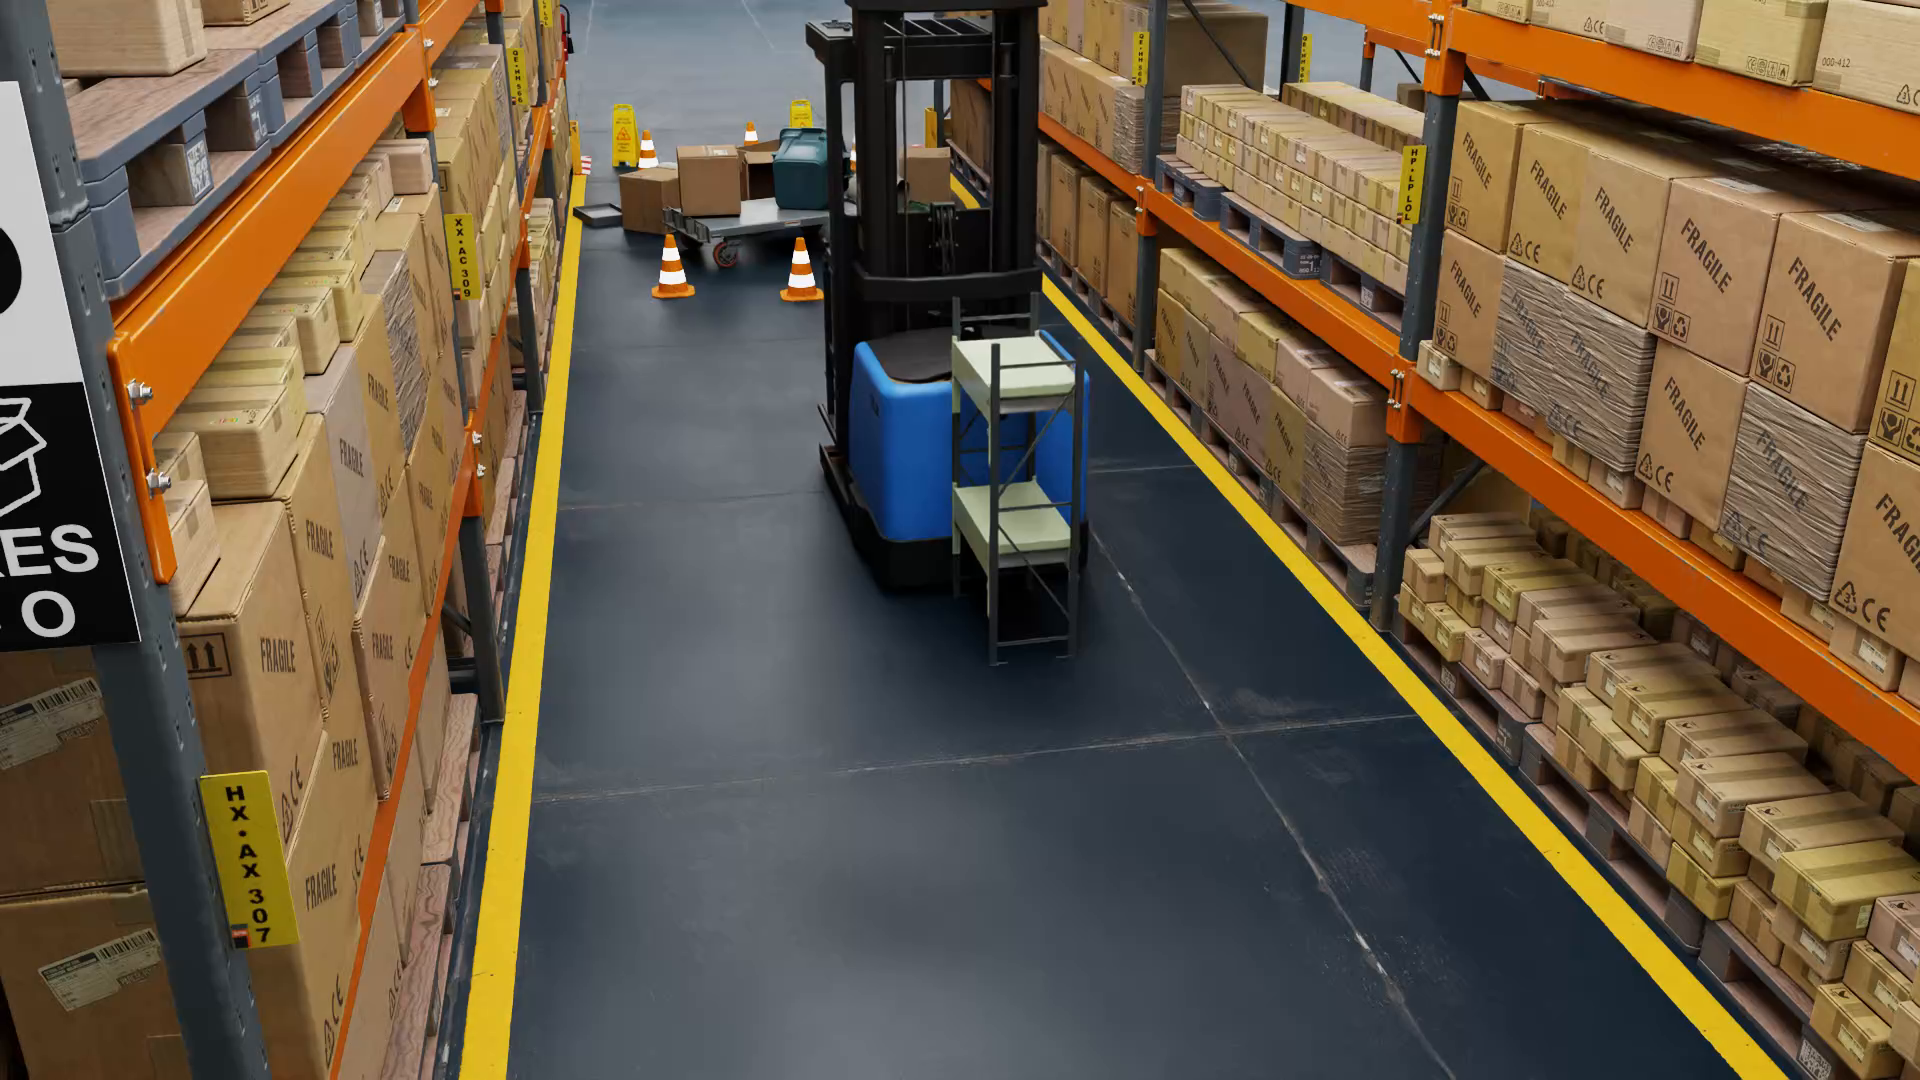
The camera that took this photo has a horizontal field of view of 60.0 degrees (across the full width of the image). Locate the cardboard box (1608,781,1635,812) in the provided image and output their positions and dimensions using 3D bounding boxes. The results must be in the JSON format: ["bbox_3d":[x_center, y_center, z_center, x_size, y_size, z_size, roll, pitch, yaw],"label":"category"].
[{"bbox_3d":[2.586,0.891,6.000,0.380,0.149,0.250,-4,24,-8],"label":"cardboard box"}]

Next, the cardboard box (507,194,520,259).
[{"bbox_3d":[-2.696,-1.714,9.114,0.500,0.250,0.500,-4,24,-9],"label":"cardboard box"}]

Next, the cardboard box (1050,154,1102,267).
[{"bbox_3d":[1.329,-2.686,13.439,1.050,0.750,0.750,-4,24,-10],"label":"cardboard box"}]

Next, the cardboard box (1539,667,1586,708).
[{"bbox_3d":[2.473,0.551,6.406,0.380,0.149,0.250,-3,24,-7],"label":"cardboard box"}]

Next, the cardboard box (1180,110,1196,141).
[{"bbox_3d":[1.583,-2.577,10.321,0.380,0.149,0.250,-3,24,-7],"label":"cardboard box"}]

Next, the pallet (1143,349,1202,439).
[{"bbox_3d":[1.834,-0.983,10.737,1.003,0.211,1.213,-4,24,-10],"label":"pallet"}]

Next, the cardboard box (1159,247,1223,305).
[{"bbox_3d":[1.580,-1.670,10.487,0.500,0.250,0.500,-5,24,-12],"label":"cardboard box"}]

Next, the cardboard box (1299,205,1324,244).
[{"bbox_3d":[1.967,-1.622,8.505,0.380,0.149,0.250,-5,24,-12],"label":"cardboard box"}]

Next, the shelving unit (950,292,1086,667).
[{"bbox_3d":[0.243,-0.282,7.523,0.431,1.500,0.755,-5,24,-12],"label":"shelving unit"}]

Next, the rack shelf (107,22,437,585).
[{"bbox_3d":[-2.046,-0.847,4.093,1.077,0.370,4.000,-4,24,-10],"label":"rack shelf"}]

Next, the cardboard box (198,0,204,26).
[{"bbox_3d":[-1.903,-1.180,3.418,0.500,0.311,0.500,-4,24,-9],"label":"cardboard box"}]

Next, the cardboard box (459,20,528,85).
[{"bbox_3d":[-3.304,-3.341,11.631,0.500,0.500,0.500,-5,24,-12],"label":"cardboard box"}]

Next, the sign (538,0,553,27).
[{"bbox_3d":[-3.350,-4.309,13.421,0.100,0.325,0.005,-4,24,-10],"label":"sign"}]

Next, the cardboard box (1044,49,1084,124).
[{"bbox_3d":[0.968,-3.565,13.041,0.500,0.500,0.500,-4,24,-10],"label":"cardboard box"}]

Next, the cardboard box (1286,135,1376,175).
[{"bbox_3d":[1.924,-2.001,8.630,0.380,0.149,0.250,-5,24,-12],"label":"cardboard box"}]

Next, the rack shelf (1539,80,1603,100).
[{"bbox_3d":[6.214,-3.353,13.578,1.077,0.370,4.000,-4,24,-10],"label":"rack shelf"}]

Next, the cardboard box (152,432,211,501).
[{"bbox_3d":[-1.588,-0.075,2.989,0.380,0.149,0.250,-4,24,-8],"label":"cardboard box"}]

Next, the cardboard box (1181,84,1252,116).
[{"bbox_3d":[1.587,-2.721,10.277,0.380,0.149,0.250,-4,24,-10],"label":"cardboard box"}]

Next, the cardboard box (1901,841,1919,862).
[{"bbox_3d":[3.257,1.020,5.332,0.380,0.149,0.250,-4,24,-8],"label":"cardboard box"}]

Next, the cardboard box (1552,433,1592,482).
[{"bbox_3d":[2.410,-0.336,6.085,0.380,0.149,0.250,-4,24,-9],"label":"cardboard box"}]

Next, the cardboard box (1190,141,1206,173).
[{"bbox_3d":[1.625,-2.349,10.171,0.380,0.149,0.250,-3,24,-7],"label":"cardboard box"}]

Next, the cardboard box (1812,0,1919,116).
[{"bbox_3d":[2.646,-1.283,4.380,0.500,0.250,0.500,-3,24,-7],"label":"cardboard box"}]

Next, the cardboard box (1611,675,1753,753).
[{"bbox_3d":[2.554,0.614,5.891,0.380,0.149,0.250,-4,24,-9],"label":"cardboard box"}]

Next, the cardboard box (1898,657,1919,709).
[{"bbox_3d":[2.762,0.388,4.428,0.380,0.149,0.250,-5,24,-10],"label":"cardboard box"}]

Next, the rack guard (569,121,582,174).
[{"bbox_3d":[-4.620,-4.134,17.590,1.175,0.500,0.348,-4,24,-10],"label":"rack guard"}]

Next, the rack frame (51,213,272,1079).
[{"bbox_3d":[-1.676,0.984,2.748,1.000,3.000,0.127,-4,24,-10],"label":"rack frame"}]

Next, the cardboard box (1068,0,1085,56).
[{"bbox_3d":[1.239,-4.050,12.901,0.700,0.500,0.500,-4,24,-9],"label":"cardboard box"}]

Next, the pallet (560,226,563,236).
[{"bbox_3d":[-4.054,-2.719,14.713,1.003,0.211,1.213,-4,24,-10],"label":"pallet"}]

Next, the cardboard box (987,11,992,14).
[{"bbox_3d":[0.701,-5.061,15.053,0.875,0.550,0.550,-4,24,-10],"label":"cardboard box"}]

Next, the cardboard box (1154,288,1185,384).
[{"bbox_3d":[1.571,-1.318,10.619,0.500,0.500,0.500,-5,24,-12],"label":"cardboard box"}]

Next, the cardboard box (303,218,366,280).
[{"bbox_3d":[-1.871,-0.785,4.615,0.380,0.149,0.250,-5,24,-11],"label":"cardboard box"}]

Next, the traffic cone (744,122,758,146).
[{"bbox_3d":[-2.259,-4.289,17.992,0.336,0.463,0.334,-4,24,-10],"label":"traffic cone"}]

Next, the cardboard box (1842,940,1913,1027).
[{"bbox_3d":[2.797,1.263,4.777,0.380,0.149,0.250,-5,24,-11],"label":"cardboard box"}]

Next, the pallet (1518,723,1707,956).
[{"bbox_3d":[2.818,1.025,6.139,1.003,0.211,1.213,-4,24,-10],"label":"pallet"}]

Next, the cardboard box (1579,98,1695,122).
[{"bbox_3d":[2.783,-1.471,6.623,0.500,0.500,0.500,-5,24,-12],"label":"cardboard box"}]

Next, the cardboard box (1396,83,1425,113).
[{"bbox_3d":[5.204,-4.843,18.688,0.500,0.500,0.500,0,24,0],"label":"cardboard box"}]

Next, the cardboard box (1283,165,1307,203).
[{"bbox_3d":[1.916,-1.869,8.699,0.380,0.149,0.250,-4,24,-10],"label":"cardboard box"}]

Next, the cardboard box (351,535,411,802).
[{"bbox_3d":[-1.680,0.330,4.121,0.500,0.500,0.500,-4,24,-10],"label":"cardboard box"}]

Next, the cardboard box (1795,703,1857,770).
[{"bbox_3d":[3.144,0.672,5.757,0.380,0.149,0.250,-4,24,-9],"label":"cardboard box"}]

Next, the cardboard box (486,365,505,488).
[{"bbox_3d":[-2.948,-0.752,8.854,0.875,0.875,0.875,-4,24,-9],"label":"cardboard box"}]

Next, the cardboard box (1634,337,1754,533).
[{"bbox_3d":[2.559,-0.360,5.330,0.500,0.500,0.500,-3,24,-7],"label":"cardboard box"}]

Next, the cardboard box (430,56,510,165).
[{"bbox_3d":[-2.699,-2.281,8.851,0.500,0.500,0.500,-4,24,-9],"label":"cardboard box"}]

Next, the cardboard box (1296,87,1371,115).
[{"bbox_3d":[2.276,-2.661,10.140,0.380,0.149,0.250,-5,24,-10],"label":"cardboard box"}]

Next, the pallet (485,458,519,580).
[{"bbox_3d":[-2.861,-0.090,8.692,1.003,0.211,1.213,-4,24,-10],"label":"pallet"}]

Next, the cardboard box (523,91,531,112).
[{"bbox_3d":[-3.354,-3.229,12.184,0.380,0.149,0.250,-4,24,-10],"label":"cardboard box"}]

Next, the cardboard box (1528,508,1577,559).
[{"bbox_3d":[2.752,-0.033,7.372,0.380,0.149,0.250,-4,24,-8],"label":"cardboard box"}]

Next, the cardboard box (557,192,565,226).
[{"bbox_3d":[-3.738,-2.920,14.599,0.500,0.250,0.500,-5,24,-12],"label":"cardboard box"}]

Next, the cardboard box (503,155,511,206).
[{"bbox_3d":[-2.717,-1.950,9.029,0.500,0.250,0.500,-5,24,-11],"label":"cardboard box"}]

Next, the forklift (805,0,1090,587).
[{"bbox_3d":[-0.194,-1.680,8.934,1.130,2.935,3.031,-5,24,-12],"label":"forklift"}]

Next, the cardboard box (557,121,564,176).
[{"bbox_3d":[-3.849,-3.473,14.929,0.500,0.500,0.500,-3,24,-8],"label":"cardboard box"}]

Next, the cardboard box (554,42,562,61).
[{"bbox_3d":[-4.095,-4.770,16.237,0.380,0.149,0.250,-4,24,-9],"label":"cardboard box"}]

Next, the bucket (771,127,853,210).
[{"bbox_3d":[-1.340,-3.221,14.568,0.726,0.611,0.620,4,34,9],"label":"bucket"}]

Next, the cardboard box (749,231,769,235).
[{"bbox_3d":[-1.936,-2.962,15.200,0.396,0.266,0.258,18,29,36],"label":"cardboard box"}]

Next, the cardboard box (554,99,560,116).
[{"bbox_3d":[-3.852,-3.922,15.146,0.380,0.149,0.250,-3,24,-7],"label":"cardboard box"}]

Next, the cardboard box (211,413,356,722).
[{"bbox_3d":[-1.587,0.068,3.473,0.500,0.500,0.500,-5,24,-11],"label":"cardboard box"}]

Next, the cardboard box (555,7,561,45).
[{"bbox_3d":[-4.175,-5.101,16.185,0.500,0.500,0.500,-4,24,-10],"label":"cardboard box"}]
